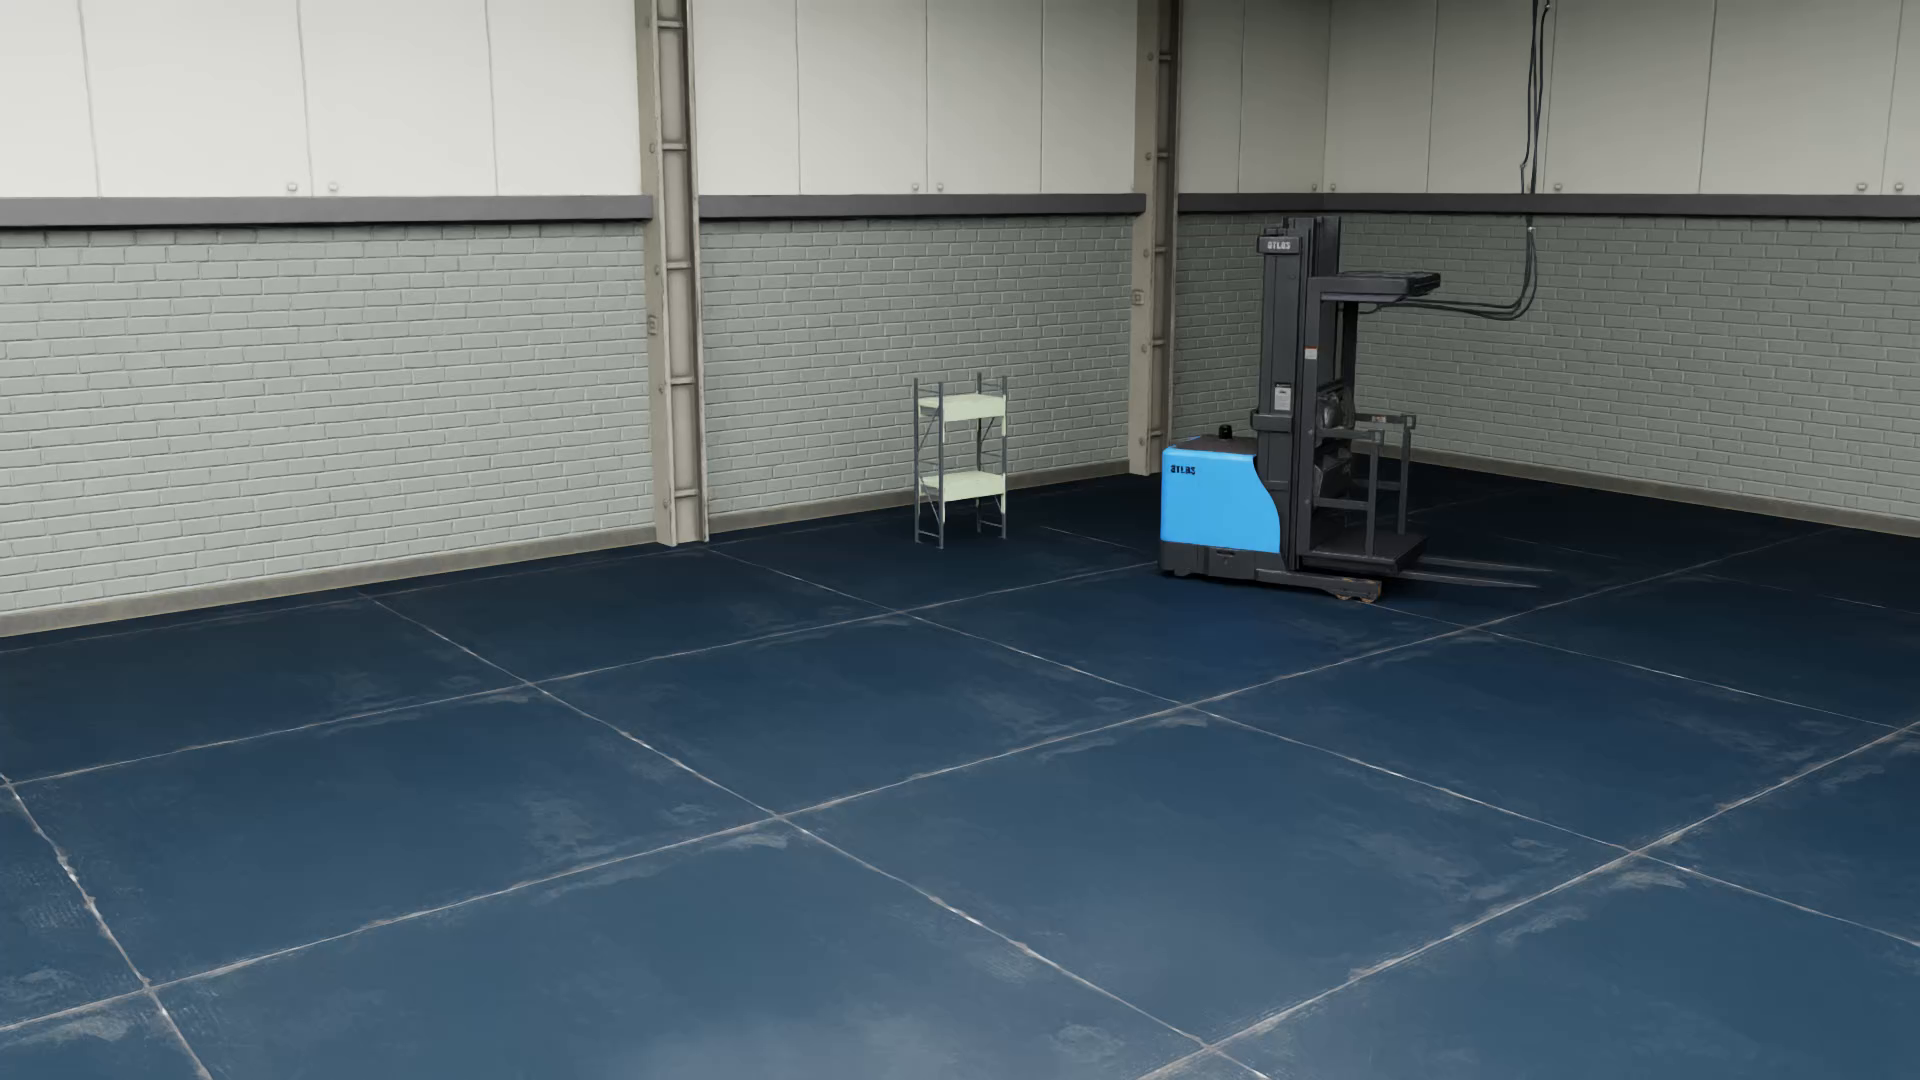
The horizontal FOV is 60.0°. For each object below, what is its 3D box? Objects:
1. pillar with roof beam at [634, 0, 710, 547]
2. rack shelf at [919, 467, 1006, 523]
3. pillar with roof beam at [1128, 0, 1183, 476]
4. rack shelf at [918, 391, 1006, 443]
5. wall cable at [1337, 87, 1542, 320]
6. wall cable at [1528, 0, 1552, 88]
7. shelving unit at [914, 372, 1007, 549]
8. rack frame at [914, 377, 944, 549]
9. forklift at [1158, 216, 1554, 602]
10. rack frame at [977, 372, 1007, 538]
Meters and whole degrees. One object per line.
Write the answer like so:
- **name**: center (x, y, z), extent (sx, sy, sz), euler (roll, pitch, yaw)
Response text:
- **pillar with roof beam**: center (0.151, -3.694, 10.984), extent (0.400, 9.000, 9.100), euler (-9, 15, -38)
- **rack shelf**: center (0.005, -0.416, 15.166), extent (0.720, 0.370, 0.431), euler (-9, 15, -38)
- **pillar with roof beam**: center (4.836, -4.473, 14.650), extent (0.400, 9.000, 9.100), euler (-9, 15, -38)
- **rack shelf**: center (0.005, -1.116, 15.017), extent (0.720, 0.370, 0.431), euler (-9, 15, -38)
- **wall cable**: center (5.273, -3.820, 19.051), extent (0.112, 2.526, 3.097), euler (-9, 15, -38)
- **wall cable**: center (6.963, -5.852, 16.460), extent (0.112, 2.526, 3.097), euler (-9, 15, -38)
- **shelving unit**: center (0.005, -0.735, 15.098), extent (0.755, 1.500, 0.431), euler (-9, 15, -38)
- **rack frame**: center (-0.281, -0.687, 14.875), extent (0.023, 1.500, 0.400), euler (-9, 15, -38)
- **forklift**: center (3.187, -1.073, 13.245), extent (3.031, 2.935, 1.130), euler (6, 14, 28)
- **rack frame**: center (0.291, -0.782, 15.322), extent (0.023, 1.500, 0.400), euler (-9, 15, -38)
